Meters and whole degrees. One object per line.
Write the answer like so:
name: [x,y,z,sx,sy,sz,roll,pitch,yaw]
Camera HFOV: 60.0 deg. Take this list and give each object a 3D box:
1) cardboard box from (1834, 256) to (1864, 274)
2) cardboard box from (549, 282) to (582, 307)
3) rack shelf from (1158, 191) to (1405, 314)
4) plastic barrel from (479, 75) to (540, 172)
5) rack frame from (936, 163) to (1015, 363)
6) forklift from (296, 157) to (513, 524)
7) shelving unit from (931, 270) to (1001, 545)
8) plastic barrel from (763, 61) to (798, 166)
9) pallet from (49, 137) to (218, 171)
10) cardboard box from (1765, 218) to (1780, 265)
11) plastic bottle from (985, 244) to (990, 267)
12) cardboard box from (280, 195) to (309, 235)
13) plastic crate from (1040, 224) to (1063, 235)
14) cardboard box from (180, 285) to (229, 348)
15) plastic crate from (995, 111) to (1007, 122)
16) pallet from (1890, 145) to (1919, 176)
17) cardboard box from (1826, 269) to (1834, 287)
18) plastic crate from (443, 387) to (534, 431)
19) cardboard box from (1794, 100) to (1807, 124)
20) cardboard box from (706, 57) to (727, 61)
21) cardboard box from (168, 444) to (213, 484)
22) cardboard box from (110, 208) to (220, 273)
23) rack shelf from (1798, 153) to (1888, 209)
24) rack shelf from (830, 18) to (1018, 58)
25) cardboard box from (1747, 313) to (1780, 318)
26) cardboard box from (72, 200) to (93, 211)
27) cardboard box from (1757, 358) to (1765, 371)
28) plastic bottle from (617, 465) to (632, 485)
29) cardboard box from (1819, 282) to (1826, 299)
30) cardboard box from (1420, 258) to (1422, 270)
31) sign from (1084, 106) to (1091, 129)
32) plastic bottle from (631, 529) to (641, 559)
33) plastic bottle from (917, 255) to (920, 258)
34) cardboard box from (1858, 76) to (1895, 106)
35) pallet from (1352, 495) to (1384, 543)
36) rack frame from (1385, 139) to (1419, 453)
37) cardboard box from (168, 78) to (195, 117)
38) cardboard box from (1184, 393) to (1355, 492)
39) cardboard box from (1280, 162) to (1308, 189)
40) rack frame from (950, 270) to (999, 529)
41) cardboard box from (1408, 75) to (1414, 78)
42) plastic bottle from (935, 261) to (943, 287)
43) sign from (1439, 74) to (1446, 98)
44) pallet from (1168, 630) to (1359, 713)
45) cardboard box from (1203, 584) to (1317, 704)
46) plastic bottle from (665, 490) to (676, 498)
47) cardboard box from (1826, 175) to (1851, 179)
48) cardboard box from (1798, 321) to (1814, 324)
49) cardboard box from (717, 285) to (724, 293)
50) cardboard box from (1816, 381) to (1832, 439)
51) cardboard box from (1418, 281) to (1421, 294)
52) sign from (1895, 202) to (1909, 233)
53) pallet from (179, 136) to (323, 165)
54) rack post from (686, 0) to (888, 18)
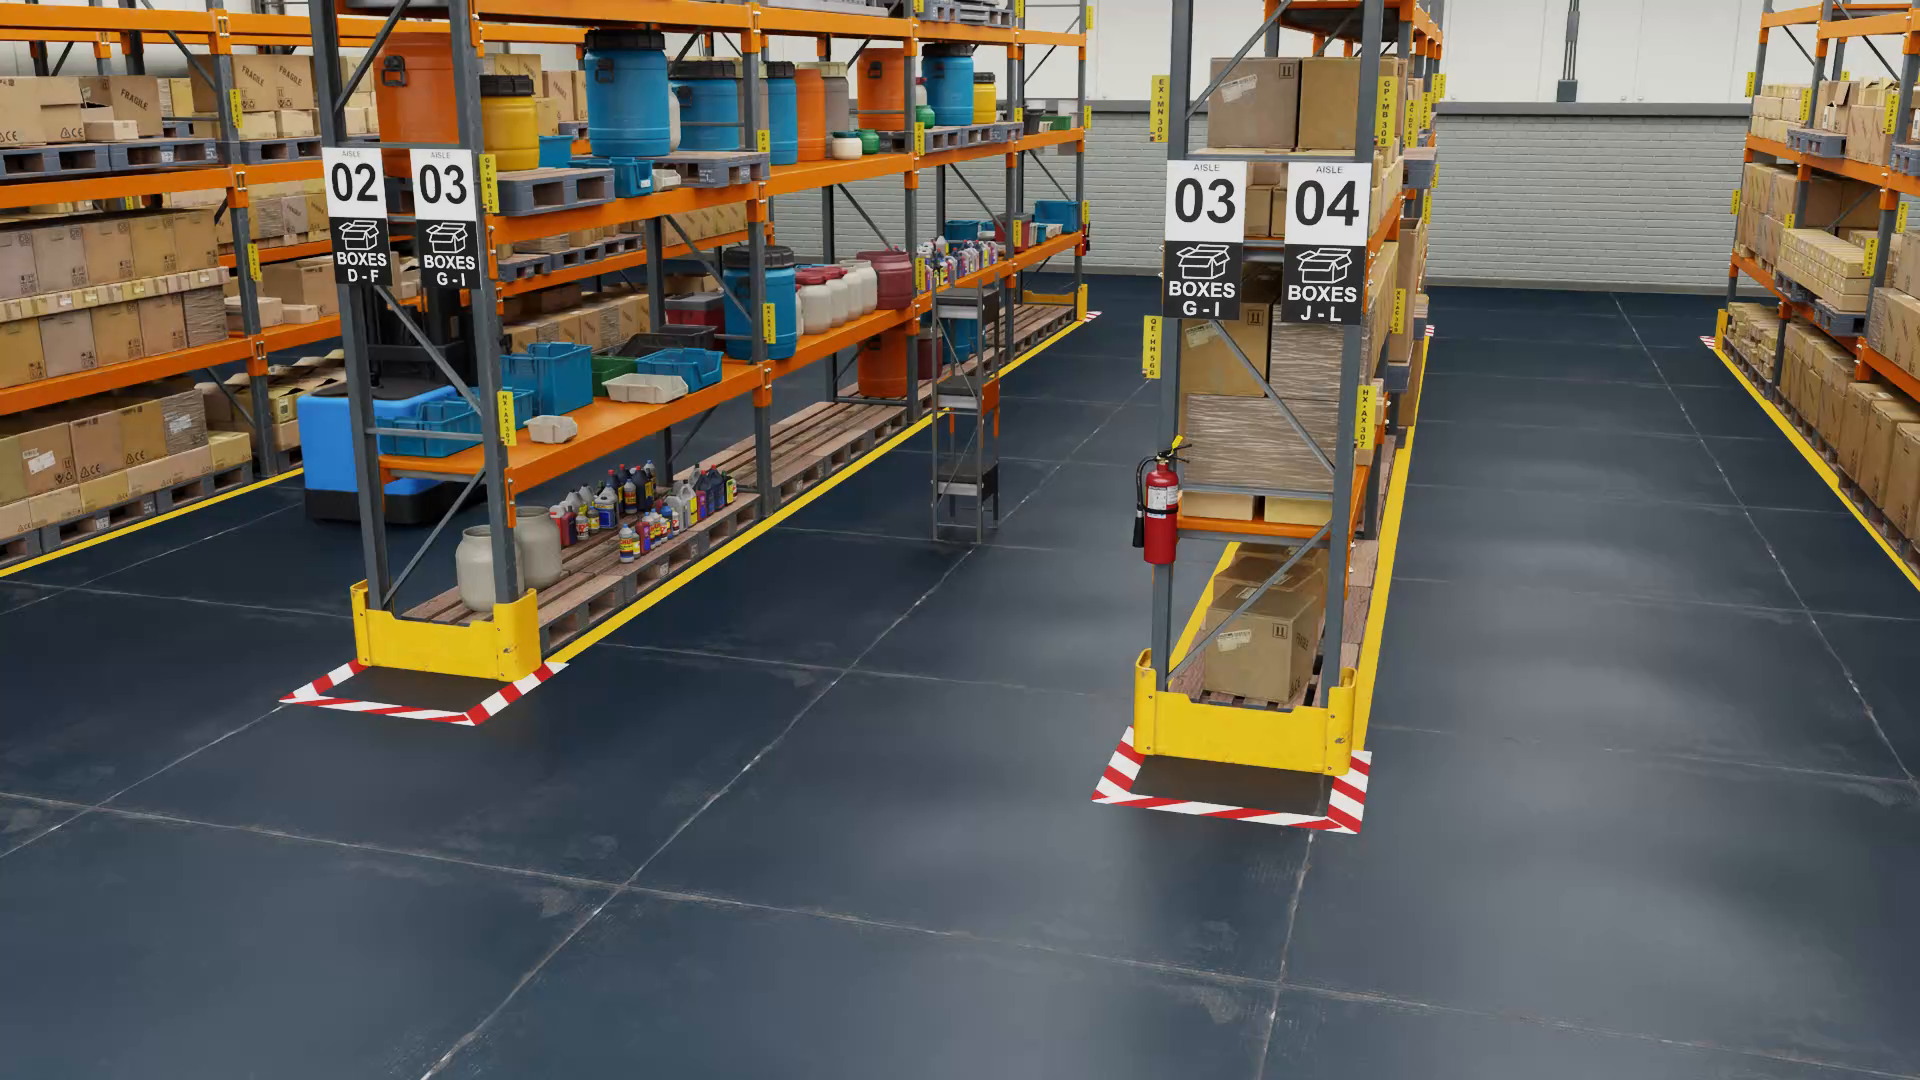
cardboard box: [8.307,-2.527,15.341,0.380,0.149,0.250,4,16,15]
cardboard box: [-5.209,-3.157,21.364,0.500,0.250,0.500,5,16,16]
rack shelf: [2.101,-1.868,10.241,1.077,0.370,4.000,5,16,16]
plastic barrel: [-3.013,-2.676,10.655,0.600,0.588,0.600,0,16,0]
rack frame: [0.195,-3.772,21.130,1.000,3.000,0.127,5,16,16]
forklift: [-4.577,-1.899,14.654,1.130,2.935,3.031,4,16,13]
shelving unit: [0.047,-1.053,13.196,0.431,2.100,0.503,5,16,16]
plastic barrel: [-1.771,-3.855,15.008,0.600,0.901,0.708,5,16,16]
pallet: [-7.045,-3.239,13.918,1.003,0.211,1.213,5,16,16]
cardboard box: [9.685,-3.452,19.274,0.500,0.500,0.500,4,16,14]
plastic bottle: [0.289,-3.488,20.358,0.152,0.276,0.135,5,16,16]
cardboard box: [-9.329,-4.466,22.814,0.500,0.500,0.500,5,17,16]
plastic crate: [1.273,-4.493,24.046,0.396,0.136,0.243,5,16,16]
cardboard box: [-6.947,-1.995,14.684,0.700,0.500,0.500,4,16,14]
plastic crate: [0.406,-5.648,22.466,0.437,0.282,0.530,5,16,16]
pallet: [8.401,-3.110,13.645,1.213,0.211,1.003,5,17,18]
cardboard box: [8.384,-2.458,15.644,0.380,0.149,0.250,5,17,17]
plastic crate: [-3.170,-0.884,11.223,0.499,0.251,0.408,5,16,16]
cardboard box: [9.557,-4.728,18.365,0.500,0.250,0.500,4,16,13]
cardboard box: [-3.810,-6.776,24.211,0.700,0.500,0.500,5,16,16]
cardboard box: [-6.901,-0.675,14.481,0.500,0.250,0.500,5,16,16]
cardboard box: [-6.947,-2.619,14.507,0.700,0.500,0.500,5,17,16]
rack shelf: [9.102,-3.550,16.171,1.077,0.370,4.000,5,16,16]
rack shelf: [-0.374,-5.596,18.619,1.077,0.370,4.000,5,16,16]
cardboard box: [10.096,-2.748,20.887,0.380,0.149,0.250,5,17,18]
cardboard box: [-10.510,-3.973,19.660,0.380,0.149,0.250,2,16,9]
cardboard box: [9.622,-2.072,19.591,0.380,0.149,0.250,4,16,14]
plastic bottle: [-2.706,-0.437,13.421,0.144,0.351,0.185,5,17,17]
cardboard box: [8.452,-2.373,15.890,0.380,0.149,0.250,4,16,15]
cardboard box: [5.346,-3.318,19.992,0.380,0.149,0.250,5,16,16]
sign: [1.863,-6.173,24.289,0.100,0.325,0.005,5,16,16]
plastic bottle: [-2.372,0.025,12.066,0.097,0.201,0.097,0,16,0]
plastic bottle: [-0.506,-3.277,19.749,0.097,0.201,0.097,0,16,0]
cardboard box: [8.745,-4.254,15.746,0.396,0.266,0.258,5,16,16]
pallet: [2.890,-0.157,13.496,1.003,0.211,1.213,5,16,16]
rack frame: [3.807,-2.341,16.086,1.000,3.000,0.127,5,16,16]
cardboard box: [-10.088,-5.614,21.139,0.700,0.500,0.500,6,17,19]
cardboard box: [1.716,-0.581,9.153,0.875,0.500,0.500,5,16,16]
cardboard box: [1.833,-1.865,8.455,0.380,0.149,0.250,5,16,15]
rack frame: [0.116,-1.117,13.421,0.400,2.100,0.015,5,16,16]
cardboard box: [5.108,-5.338,20.020,0.700,0.500,0.500,4,16,13]
plastic bottle: [-0.230,-2.970,18.518,0.061,0.283,0.133,5,16,16]
sign: [6.596,-6.219,22.785,0.100,0.325,0.005,5,16,16]
pallet: [1.819,0.864,9.898,1.003,0.211,1.213,5,16,16]
cardboard box: [1.727,0.590,9.562,0.500,0.500,0.500,8,18,26]
plastic bottle: [-2.237,-0.259,12.918,0.061,0.283,0.133,5,16,16]
cardboard box: [10.165,-3.885,18.968,0.500,0.500,0.500,4,16,14]
cardboard box: [10.435,-2.574,20.273,0.380,0.149,0.250,5,17,16]
cardboard box: [-3.634,-3.685,25.055,0.500,0.250,0.500,5,16,16]
cardboard box: [8.621,-1.258,16.077,0.500,0.500,0.500,5,17,18]
cardboard box: [5.208,-2.734,20.595,0.875,0.875,0.875,5,16,16]
sign: [10.203,-3.492,18.020,0.100,0.325,0.005,5,16,16]
pallet: [-6.589,-3.647,15.543,0.805,0.209,1.217,4,16,14]
rack post: [-1.602,-5.183,14.745,1.013,1.000,3.121,5,16,16]
